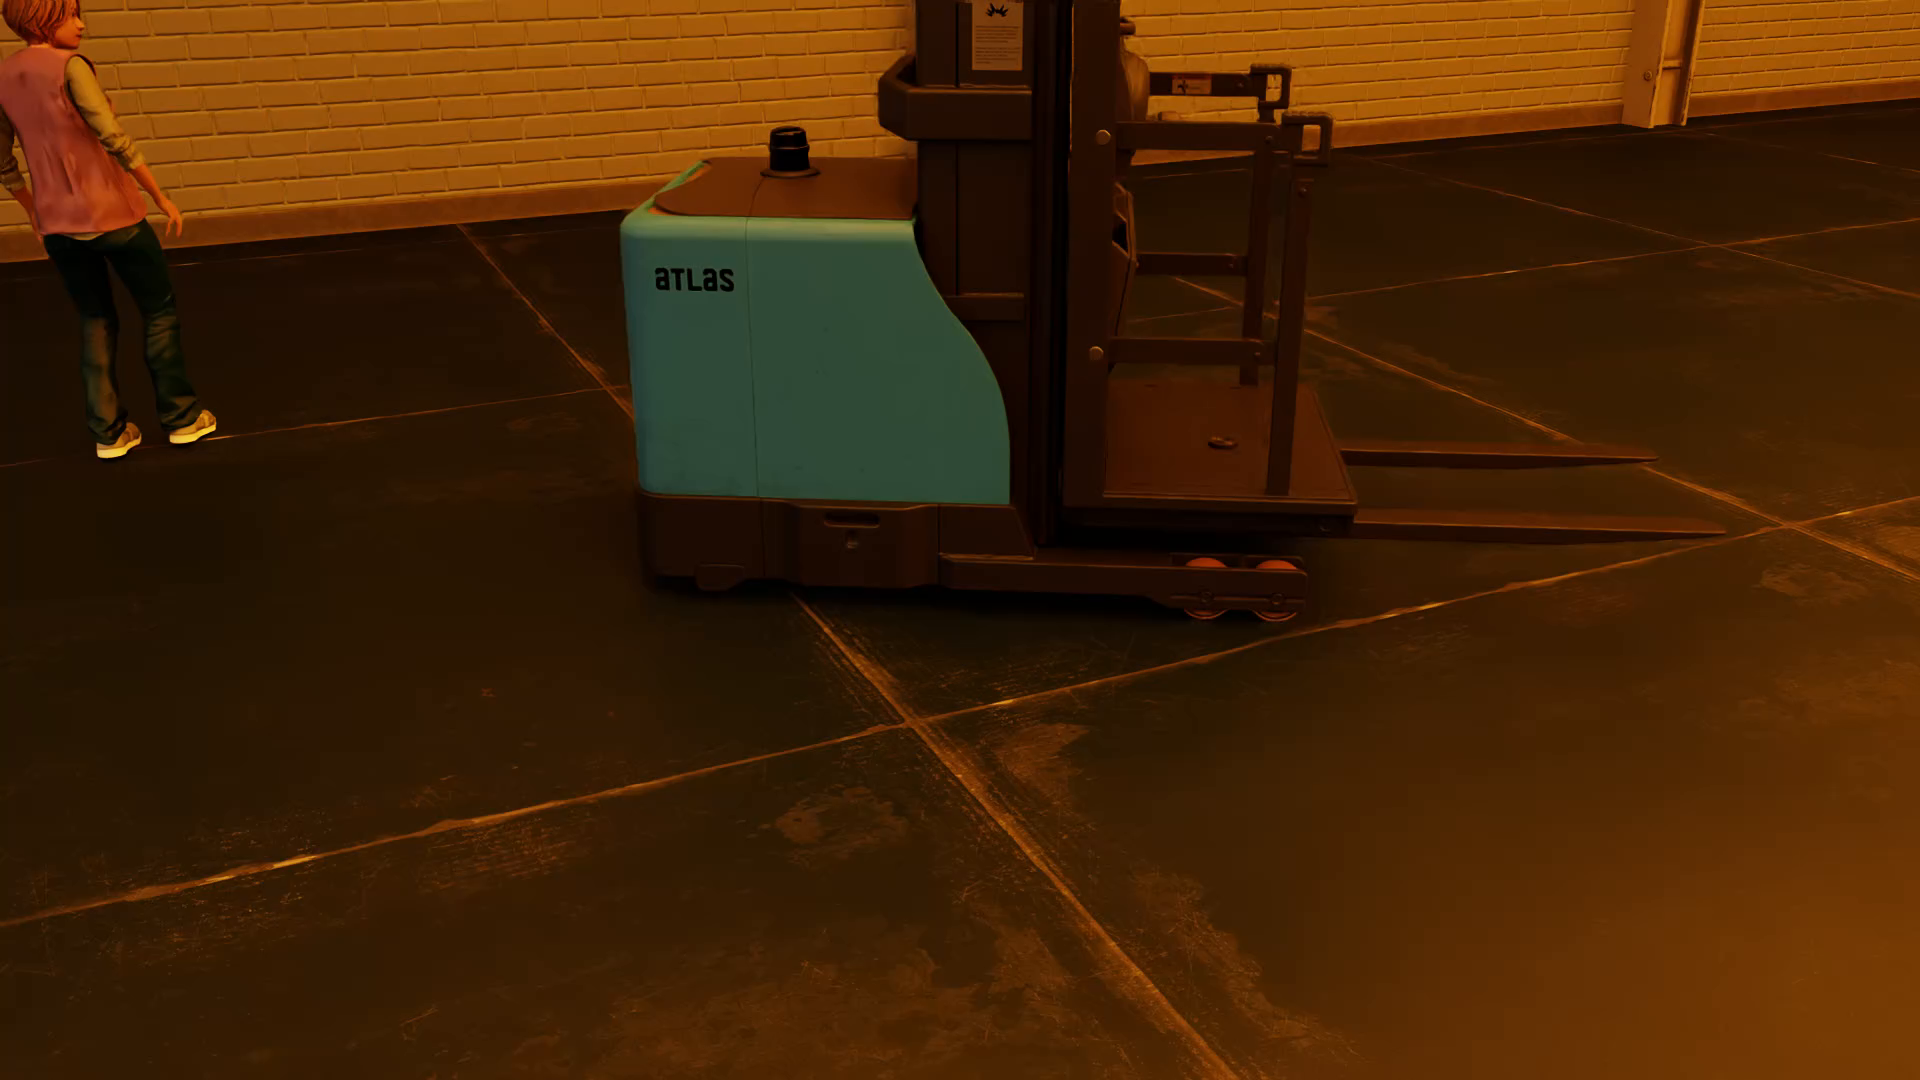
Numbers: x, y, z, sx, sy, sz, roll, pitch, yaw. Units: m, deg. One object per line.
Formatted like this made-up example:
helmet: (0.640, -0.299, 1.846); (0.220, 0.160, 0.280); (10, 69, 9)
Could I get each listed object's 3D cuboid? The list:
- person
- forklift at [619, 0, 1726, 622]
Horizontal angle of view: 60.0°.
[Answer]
person: (-2.911, -1.074, 5.634); (0.617, 1.585, 0.456); (3, 23, 6)
forklift: (0.627, -1.342, 4.516); (3.031, 2.935, 1.130); (2, 23, 4)
